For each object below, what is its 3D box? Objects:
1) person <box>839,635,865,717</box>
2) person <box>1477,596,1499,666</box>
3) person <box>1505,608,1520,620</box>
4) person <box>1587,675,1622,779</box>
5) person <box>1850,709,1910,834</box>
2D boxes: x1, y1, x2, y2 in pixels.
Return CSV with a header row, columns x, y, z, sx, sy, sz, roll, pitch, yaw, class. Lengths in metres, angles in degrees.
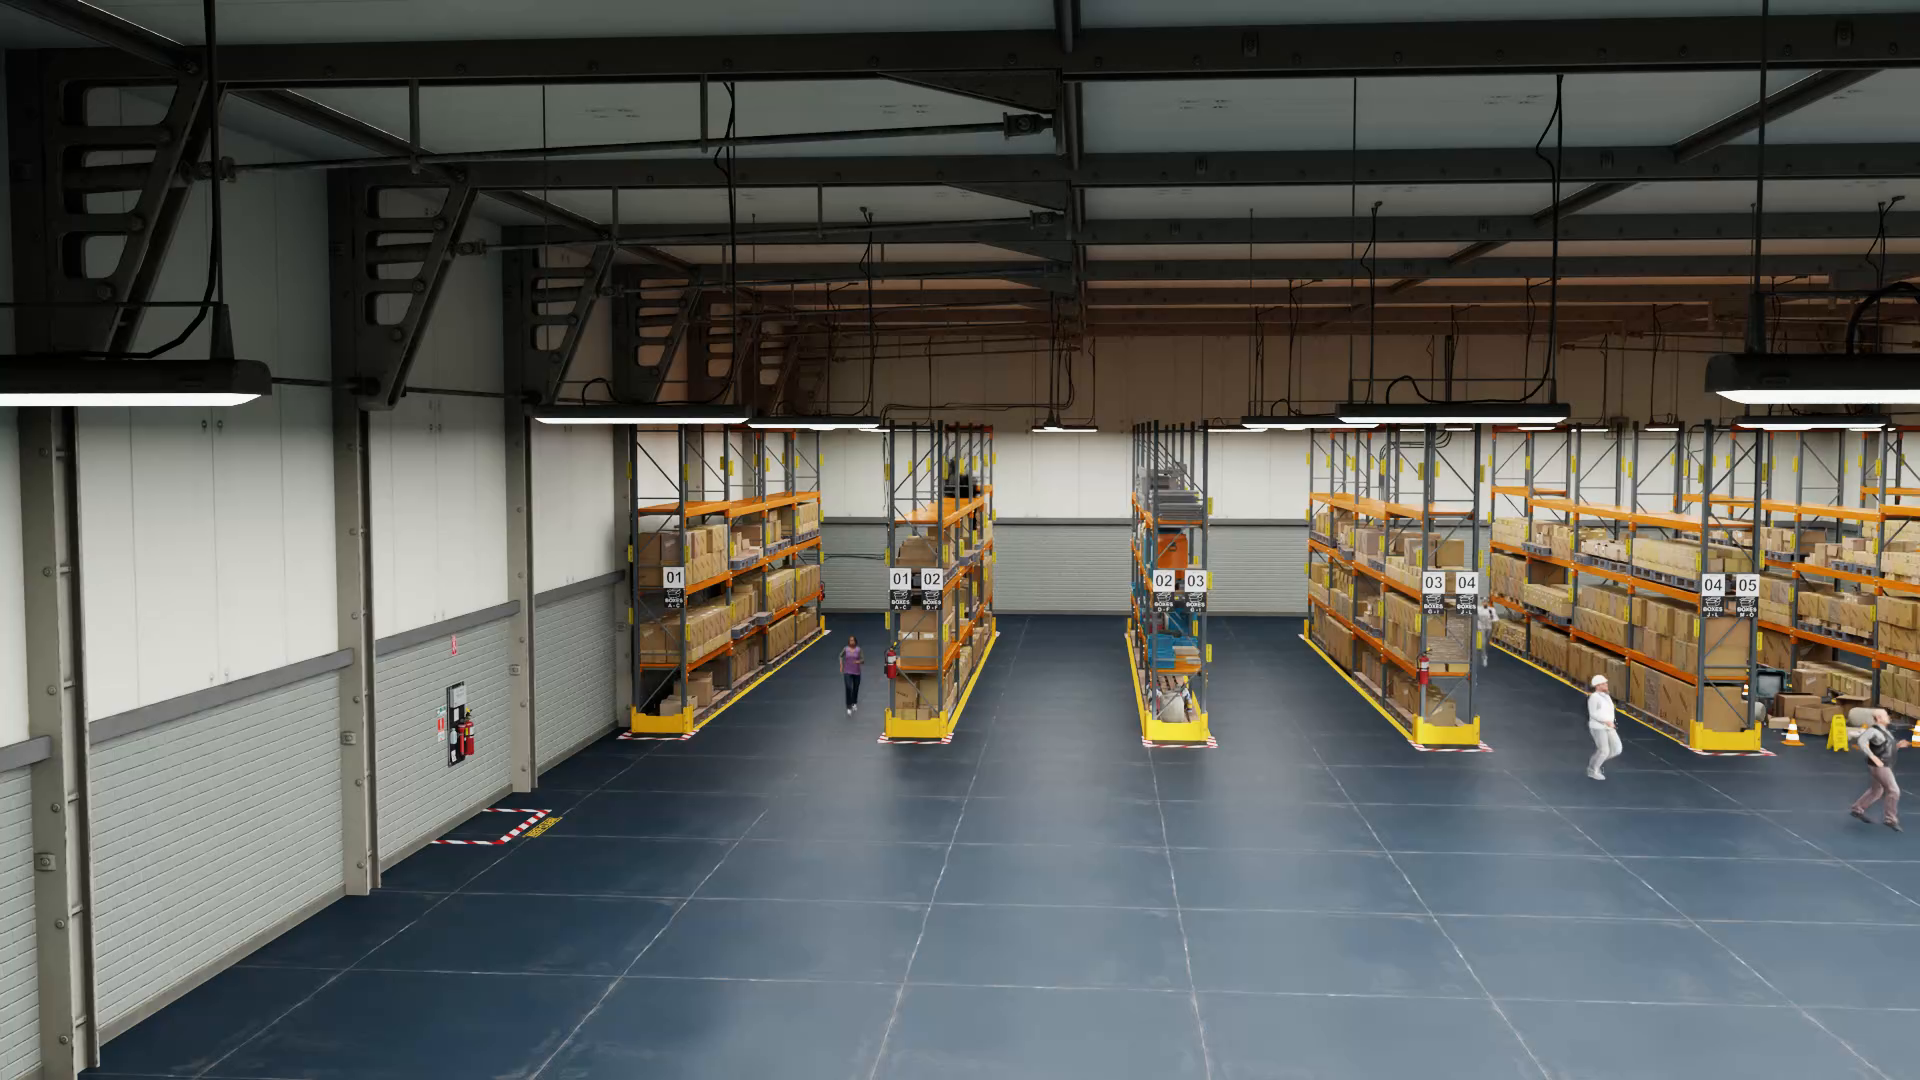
x,y,z,sx,sy,sz,roll,pitch,yaw,class
-2.207,2.767,33.986,0.507,1.646,0.728,-1,4,-9,person
13.085,2.253,41.526,0.483,1.714,0.835,1,4,10,person
15.821,1.863,47.418,0.581,1.725,0.705,0,4,2,person
10.704,3.108,27.637,0.522,1.732,0.671,4,5,45,person
13.336,3.328,24.111,0.747,1.774,0.643,3,5,37,person
